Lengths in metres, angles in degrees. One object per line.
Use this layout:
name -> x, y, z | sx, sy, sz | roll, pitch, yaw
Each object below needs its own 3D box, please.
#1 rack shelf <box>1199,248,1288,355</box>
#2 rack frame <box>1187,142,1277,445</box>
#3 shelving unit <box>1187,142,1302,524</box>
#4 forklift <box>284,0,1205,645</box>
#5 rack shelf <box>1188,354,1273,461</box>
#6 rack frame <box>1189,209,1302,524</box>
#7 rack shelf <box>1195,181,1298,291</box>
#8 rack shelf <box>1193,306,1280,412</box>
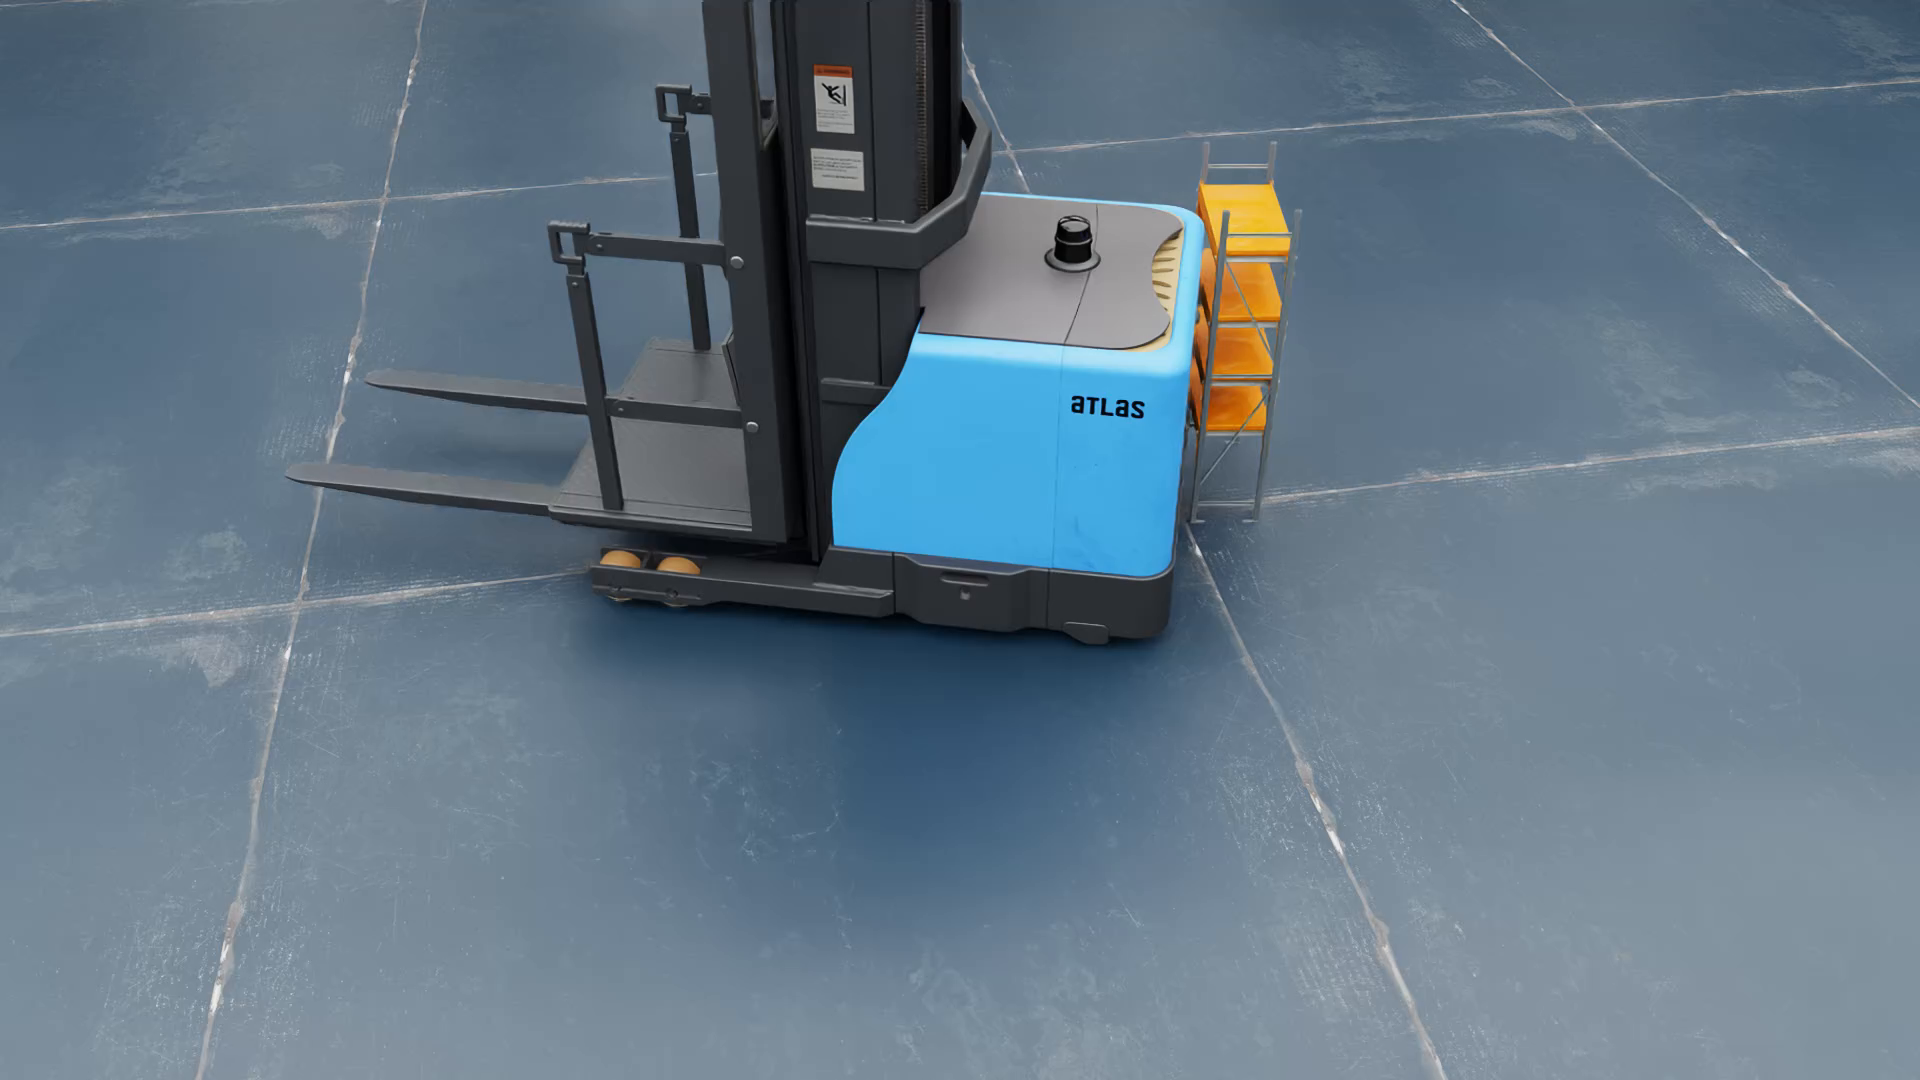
rack shelf -> 0.924, -0.809, 5.557 | 0.258, 0.148, 0.480 | 0, 38, 0
rack frame -> 0.922, -0.835, 5.846 | 0.240, 1.200, 0.015 | 0, 38, 0
shelving unit -> 0.924, -0.685, 5.653 | 0.258, 1.200, 0.503 | 0, 38, 0
forklift -> -0.759, -1.250, 4.970 | 3.031, 2.935, 1.130 | 6, 38, 7
rack shelf -> 0.924, -0.475, 5.817 | 0.258, 0.148, 0.480 | 0, 38, 0
rack frame -> 0.925, -0.535, 5.461 | 0.240, 1.200, 0.015 | 0, 38, 0
rack shelf -> 0.924, -0.995, 5.412 | 0.258, 0.148, 0.480 | 0, 38, 0
rack shelf -> 0.924, -0.632, 5.695 | 0.258, 0.148, 0.480 | 0, 38, 0
